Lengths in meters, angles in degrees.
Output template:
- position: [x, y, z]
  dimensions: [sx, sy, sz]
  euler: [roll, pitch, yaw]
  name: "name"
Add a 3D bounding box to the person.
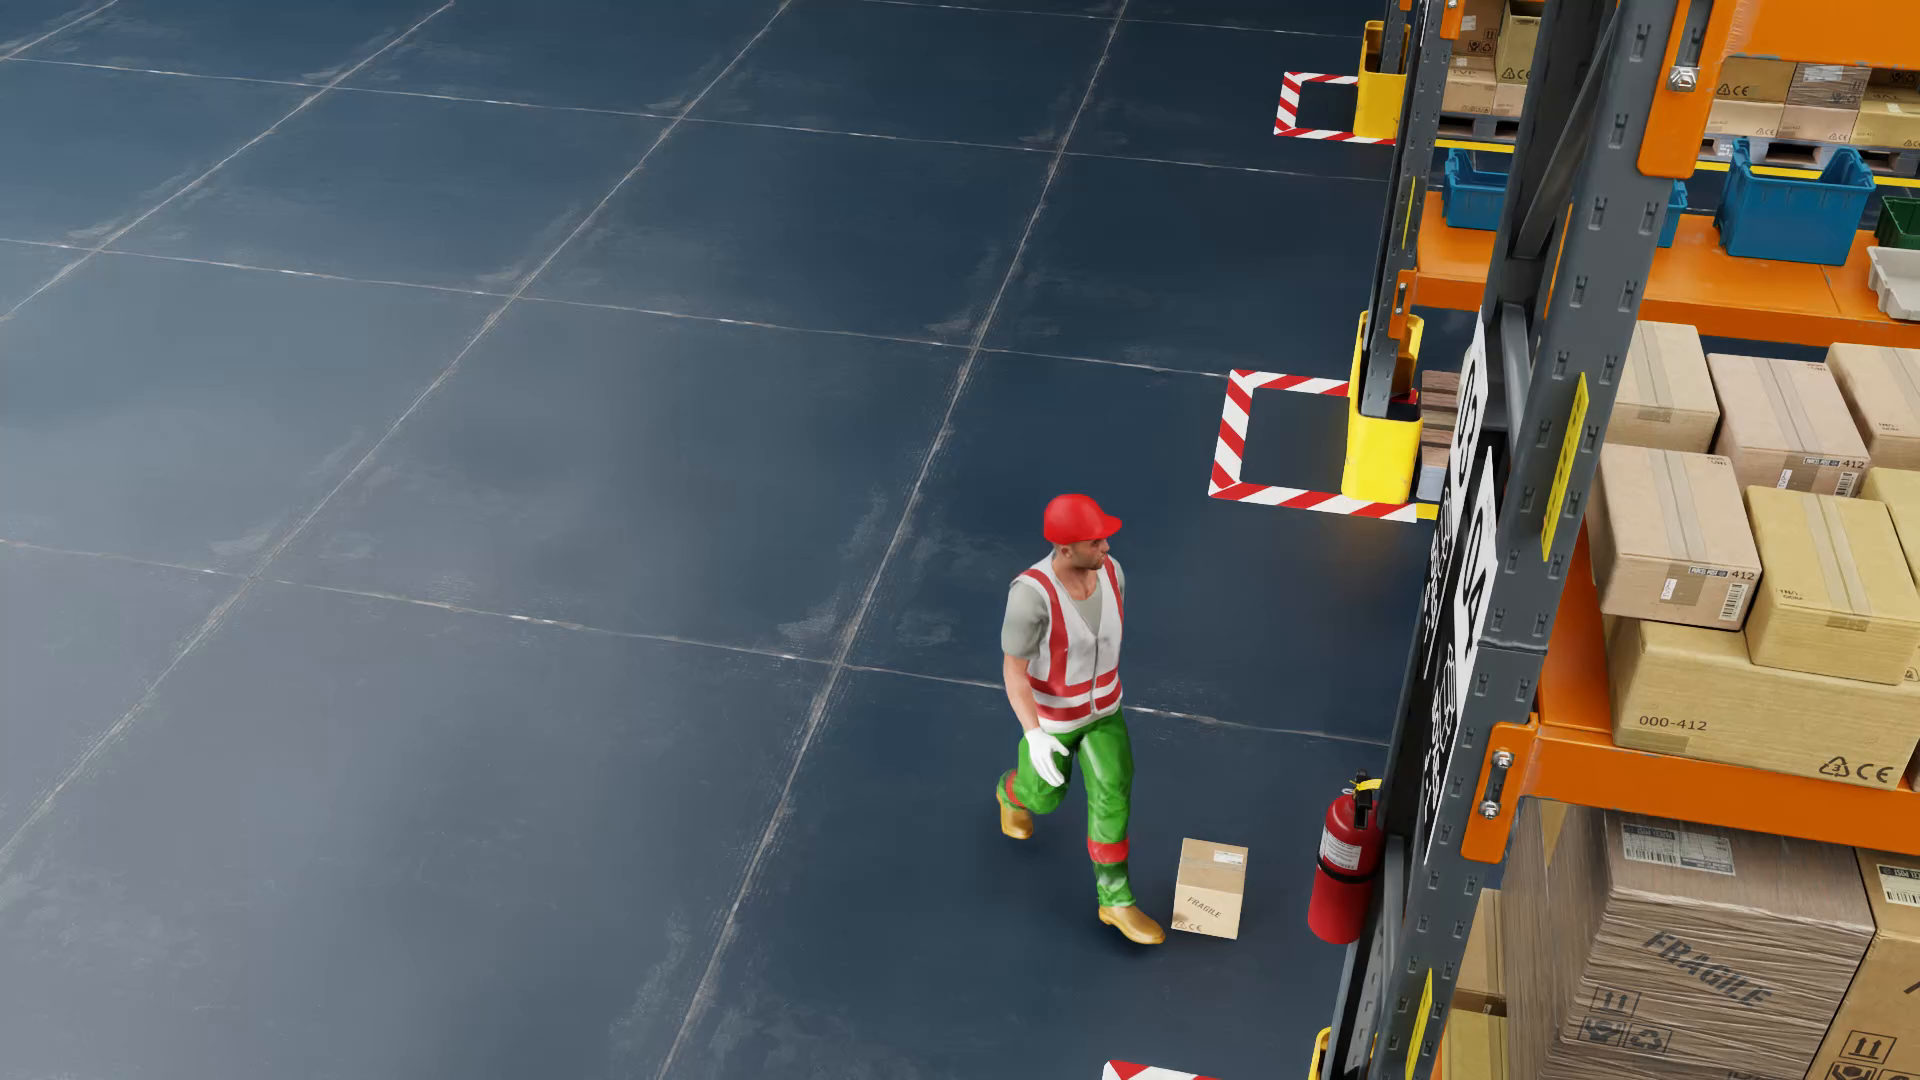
- position: [0.440, 0.650, 6.083]
  dimensions: [0.622, 1.743, 0.959]
  euler: [-21, 41, -26]
  name: "person"
